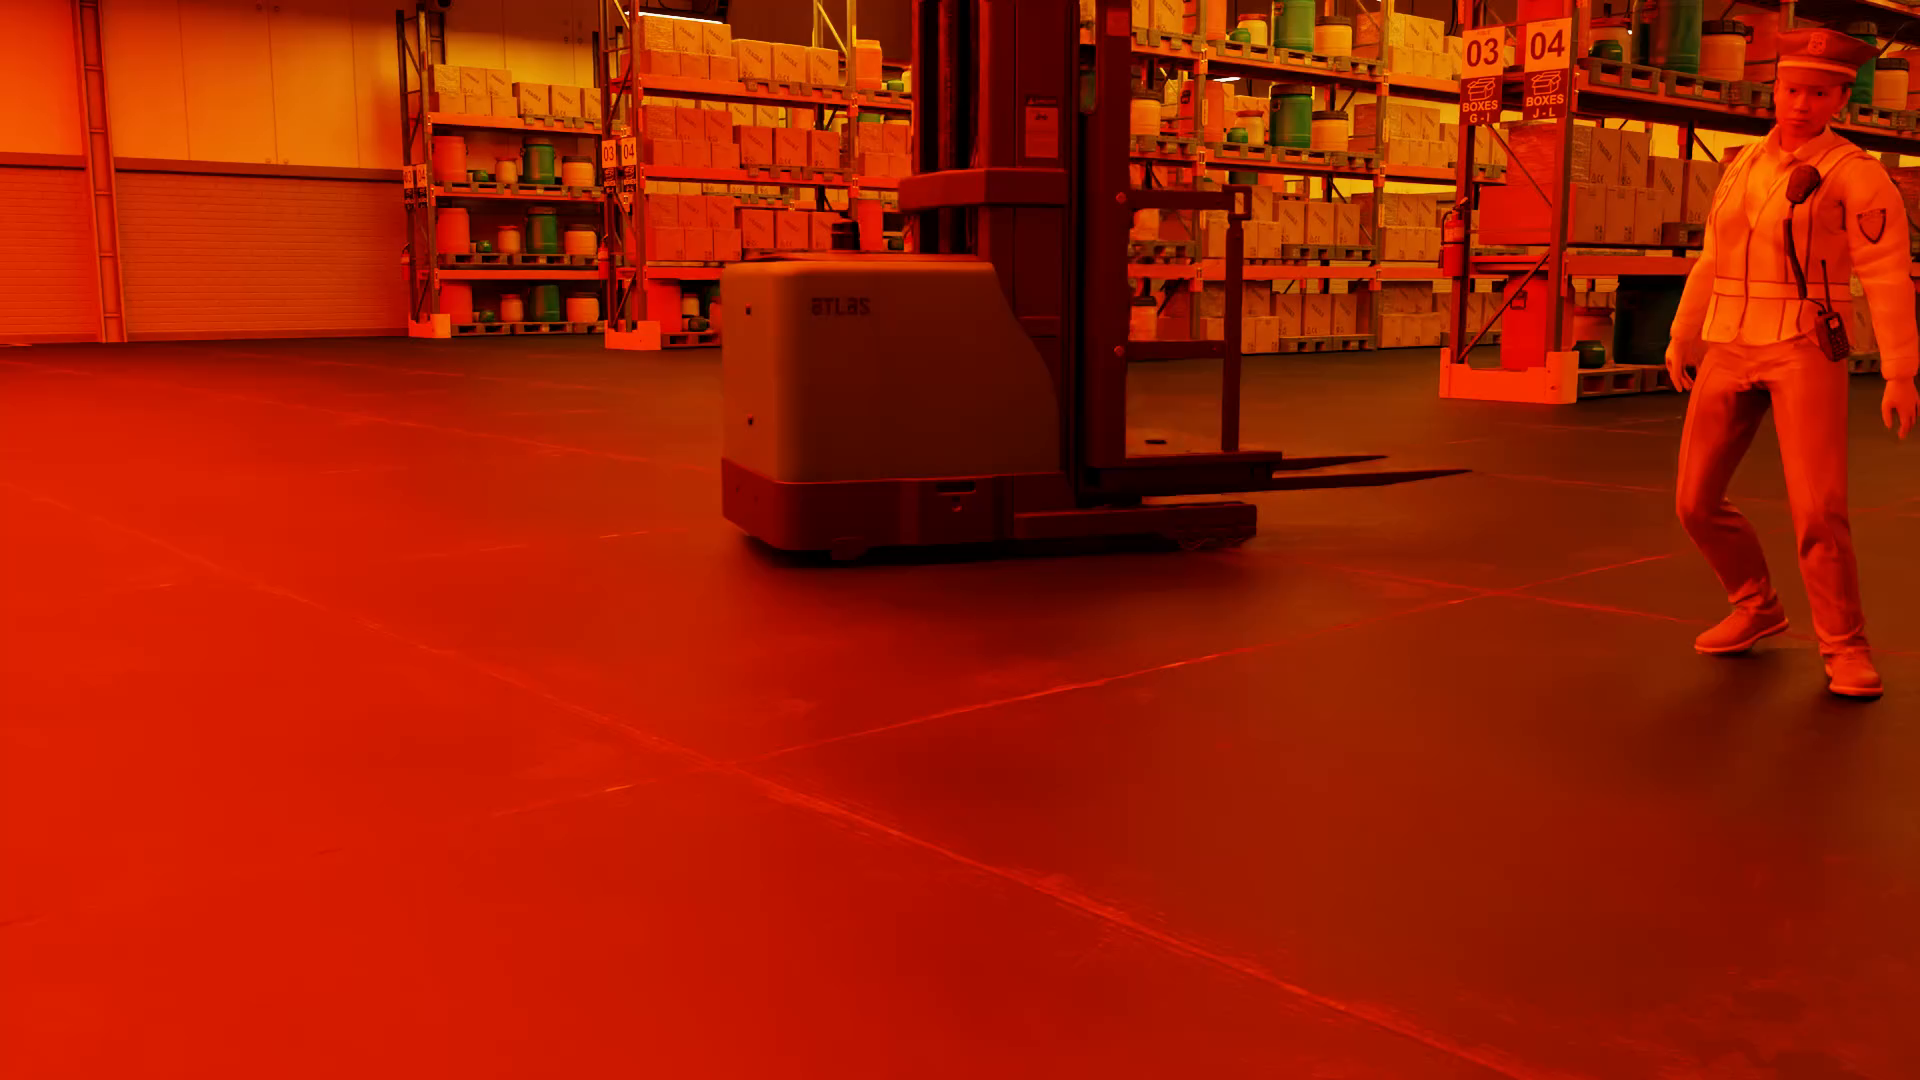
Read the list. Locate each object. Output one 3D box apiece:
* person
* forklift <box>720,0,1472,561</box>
[{"bbox_3d":[2.136,-0.465,4.298,0.421,1.607,0.793,-4,10,-23],"label":"person"},{"bbox_3d":[0.615,-1.489,6.579,3.031,2.935,1.130,-3,9,-20],"label":"forklift"}]
